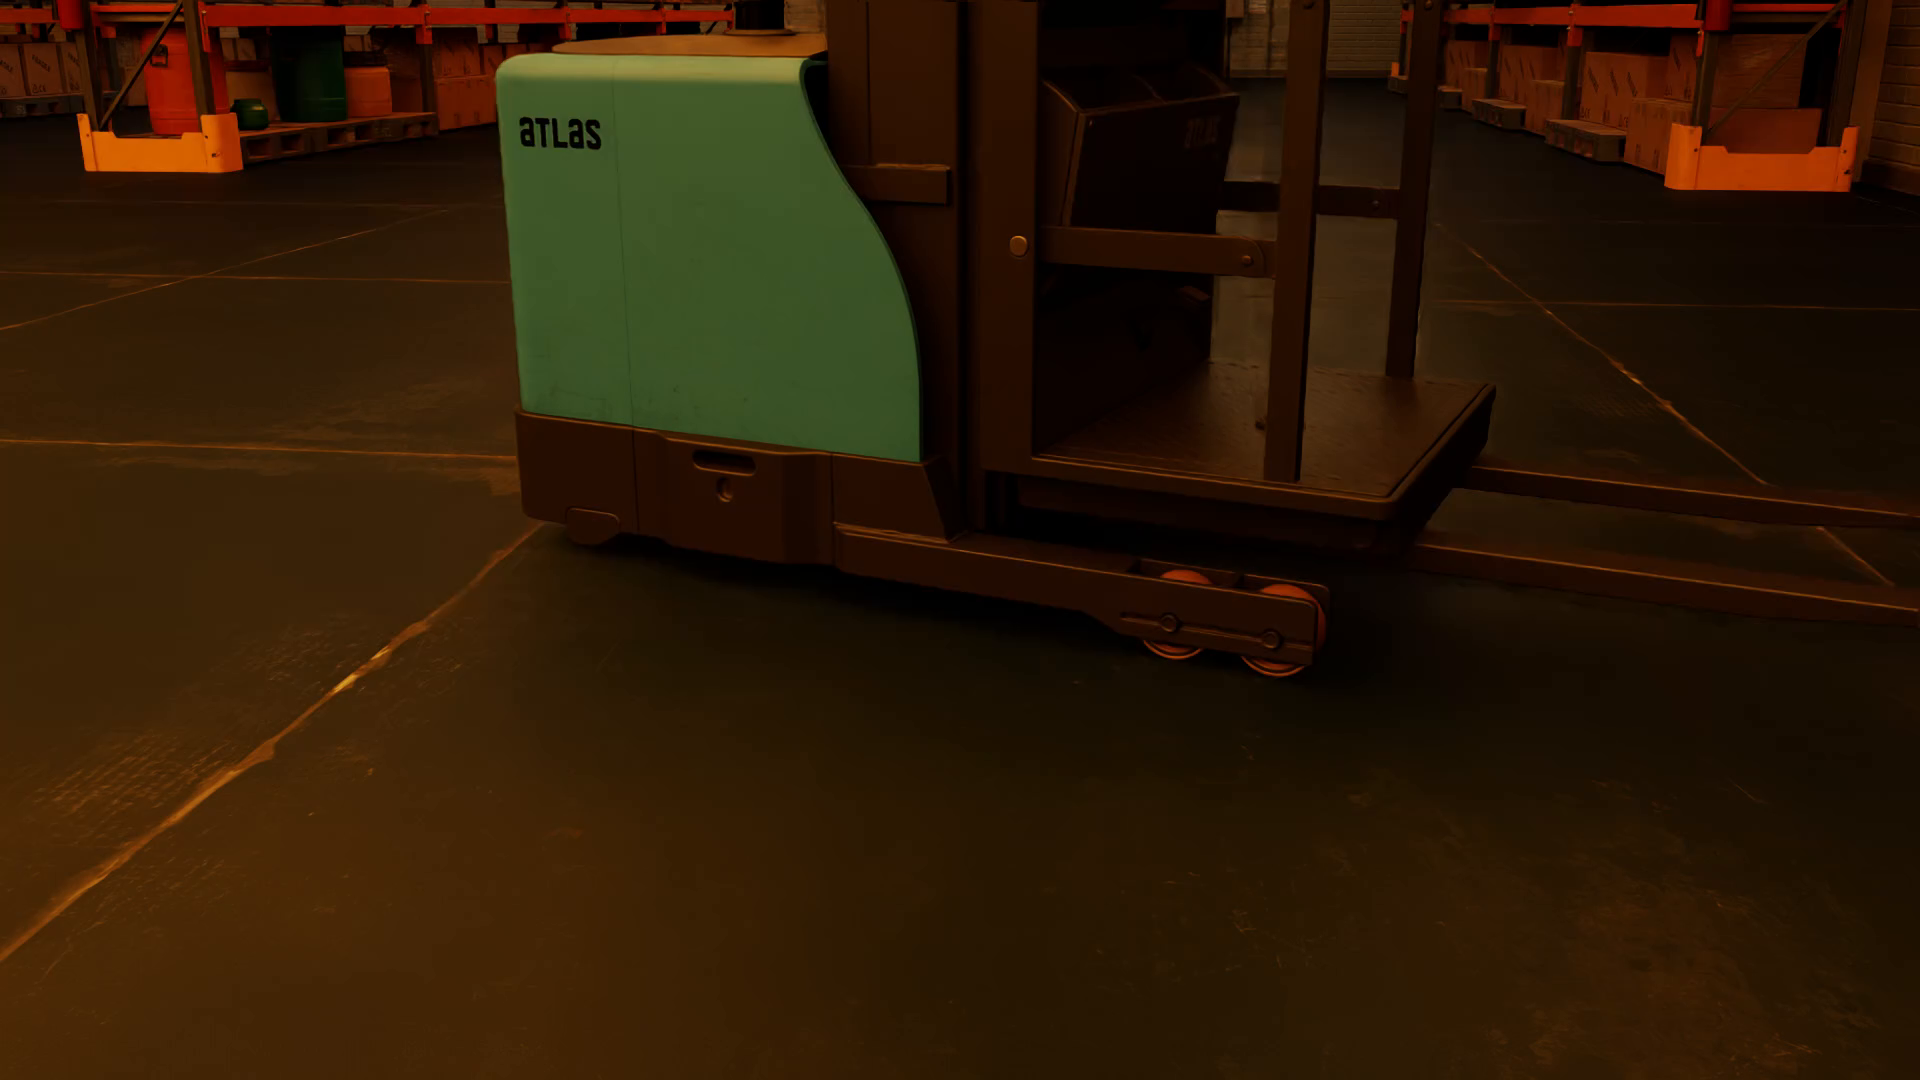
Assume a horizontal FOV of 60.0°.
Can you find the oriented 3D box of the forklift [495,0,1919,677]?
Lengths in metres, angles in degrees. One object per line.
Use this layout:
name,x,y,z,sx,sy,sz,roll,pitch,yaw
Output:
forklift,0.553,-1.330,3.170,3.031,2.935,1.130,8,19,25
